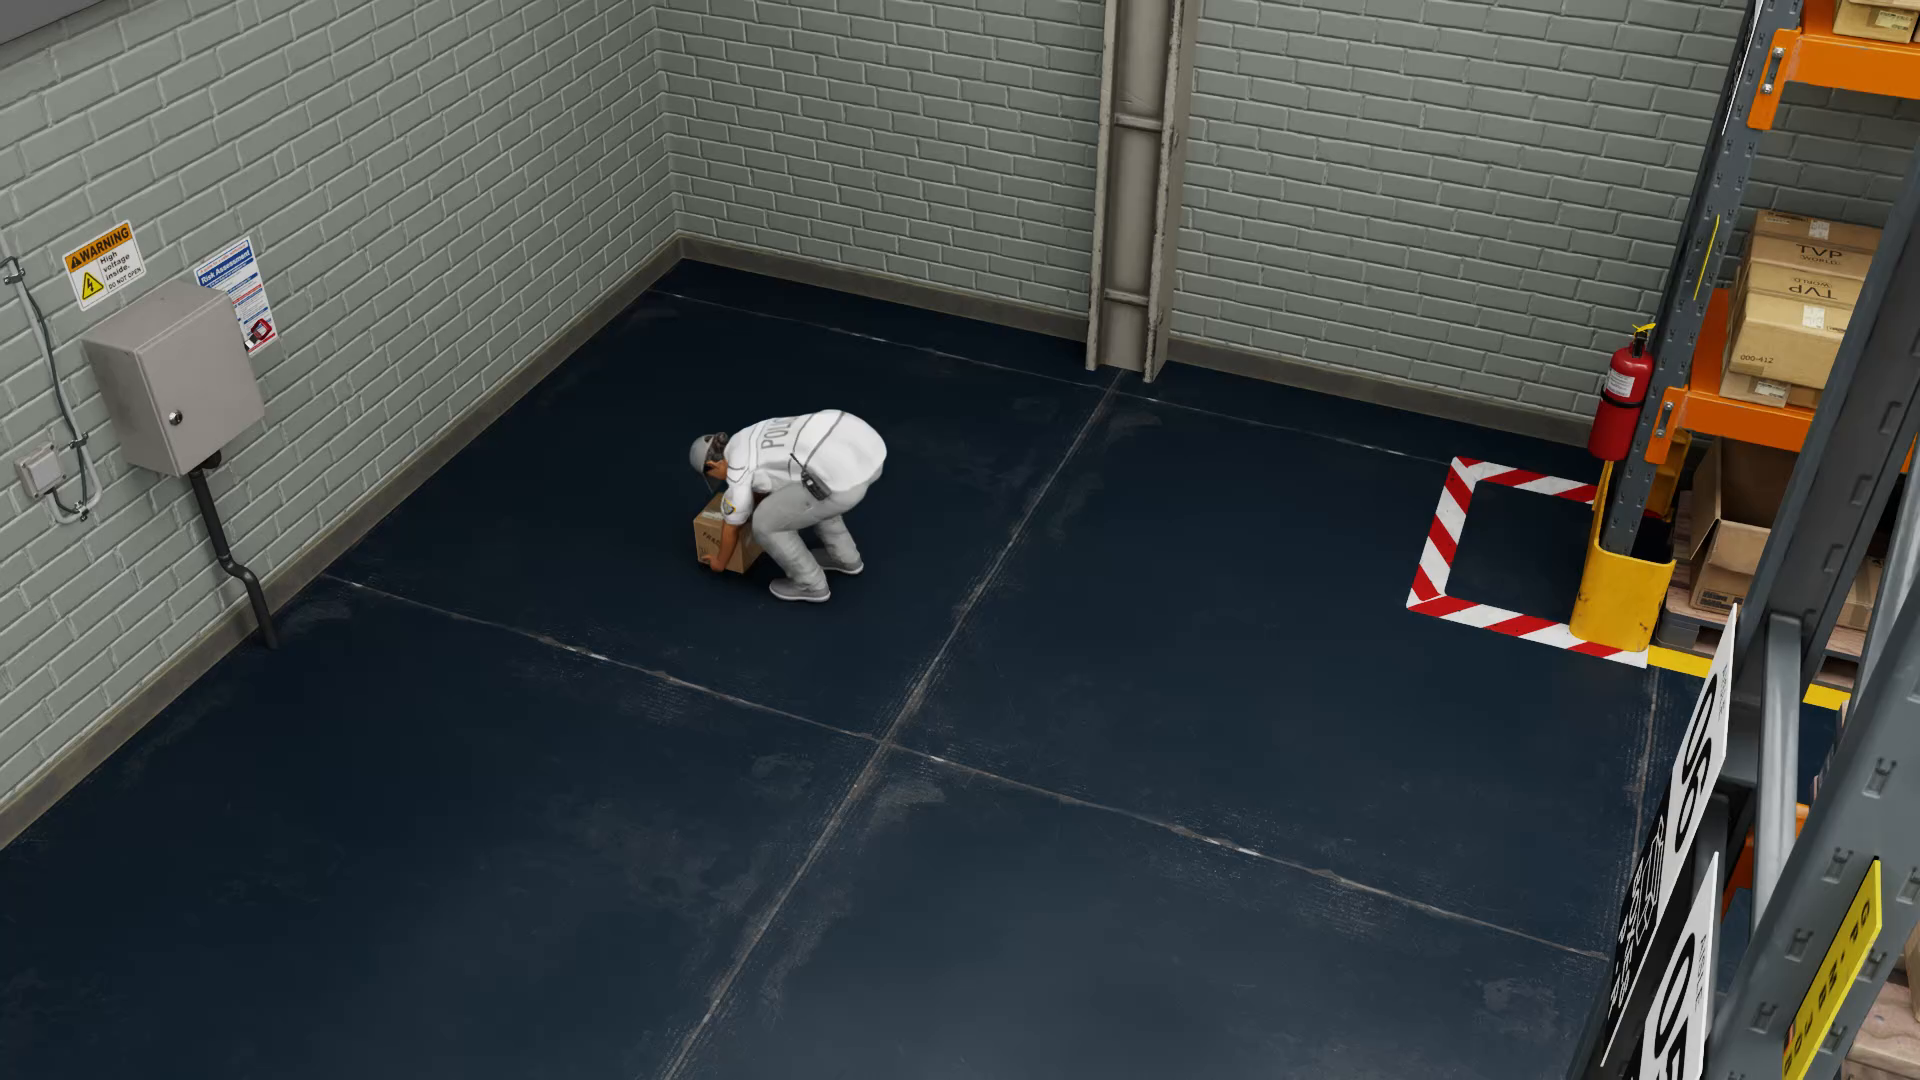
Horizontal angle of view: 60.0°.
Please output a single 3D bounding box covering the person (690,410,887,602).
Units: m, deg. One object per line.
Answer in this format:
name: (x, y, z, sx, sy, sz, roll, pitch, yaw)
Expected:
person: (-0.800, -0.191, 7.680, 0.935, 0.914, 0.504, 12, 39, 15)
